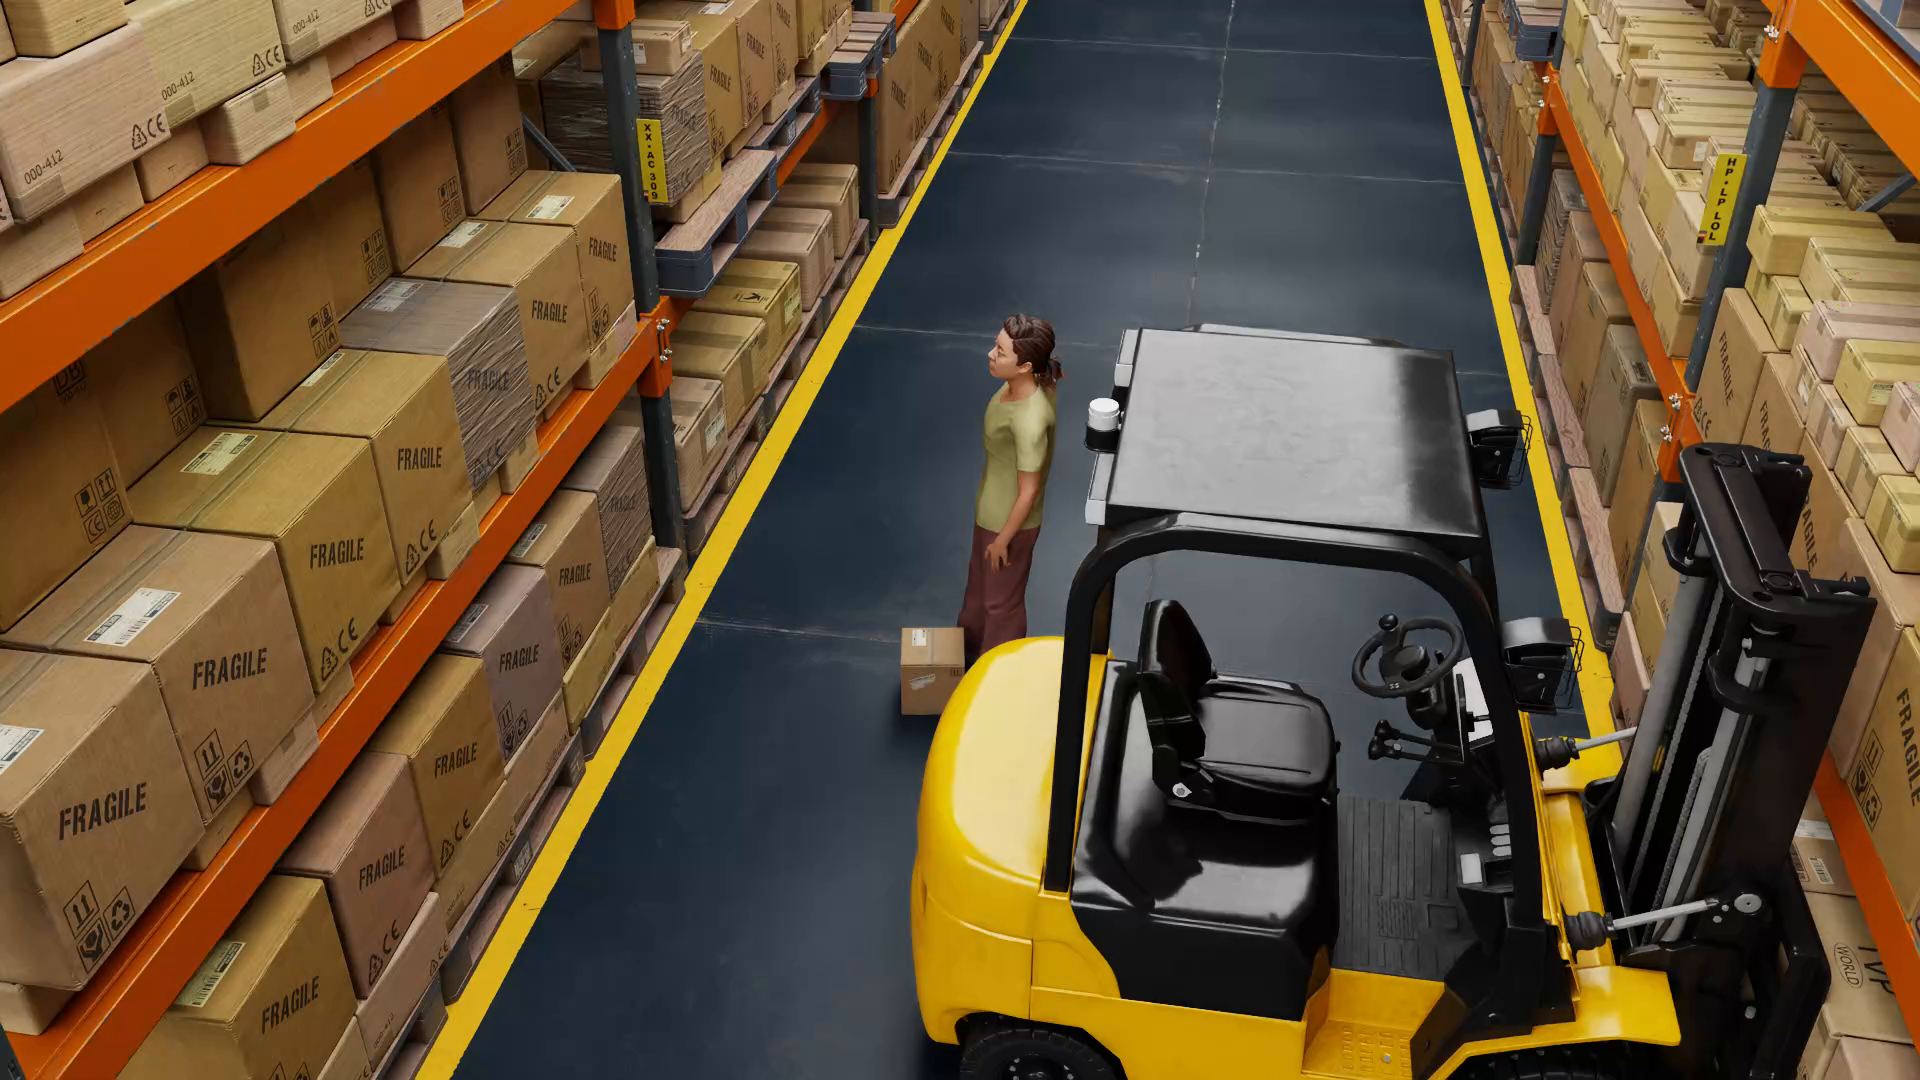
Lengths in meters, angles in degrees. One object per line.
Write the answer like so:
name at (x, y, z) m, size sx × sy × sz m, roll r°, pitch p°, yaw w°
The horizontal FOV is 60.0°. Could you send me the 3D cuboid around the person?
person at (0.109, -0.101, 6.279) m, size 0.548 × 1.674 × 0.552 m, roll 1°, pitch 33°, yaw 2°
